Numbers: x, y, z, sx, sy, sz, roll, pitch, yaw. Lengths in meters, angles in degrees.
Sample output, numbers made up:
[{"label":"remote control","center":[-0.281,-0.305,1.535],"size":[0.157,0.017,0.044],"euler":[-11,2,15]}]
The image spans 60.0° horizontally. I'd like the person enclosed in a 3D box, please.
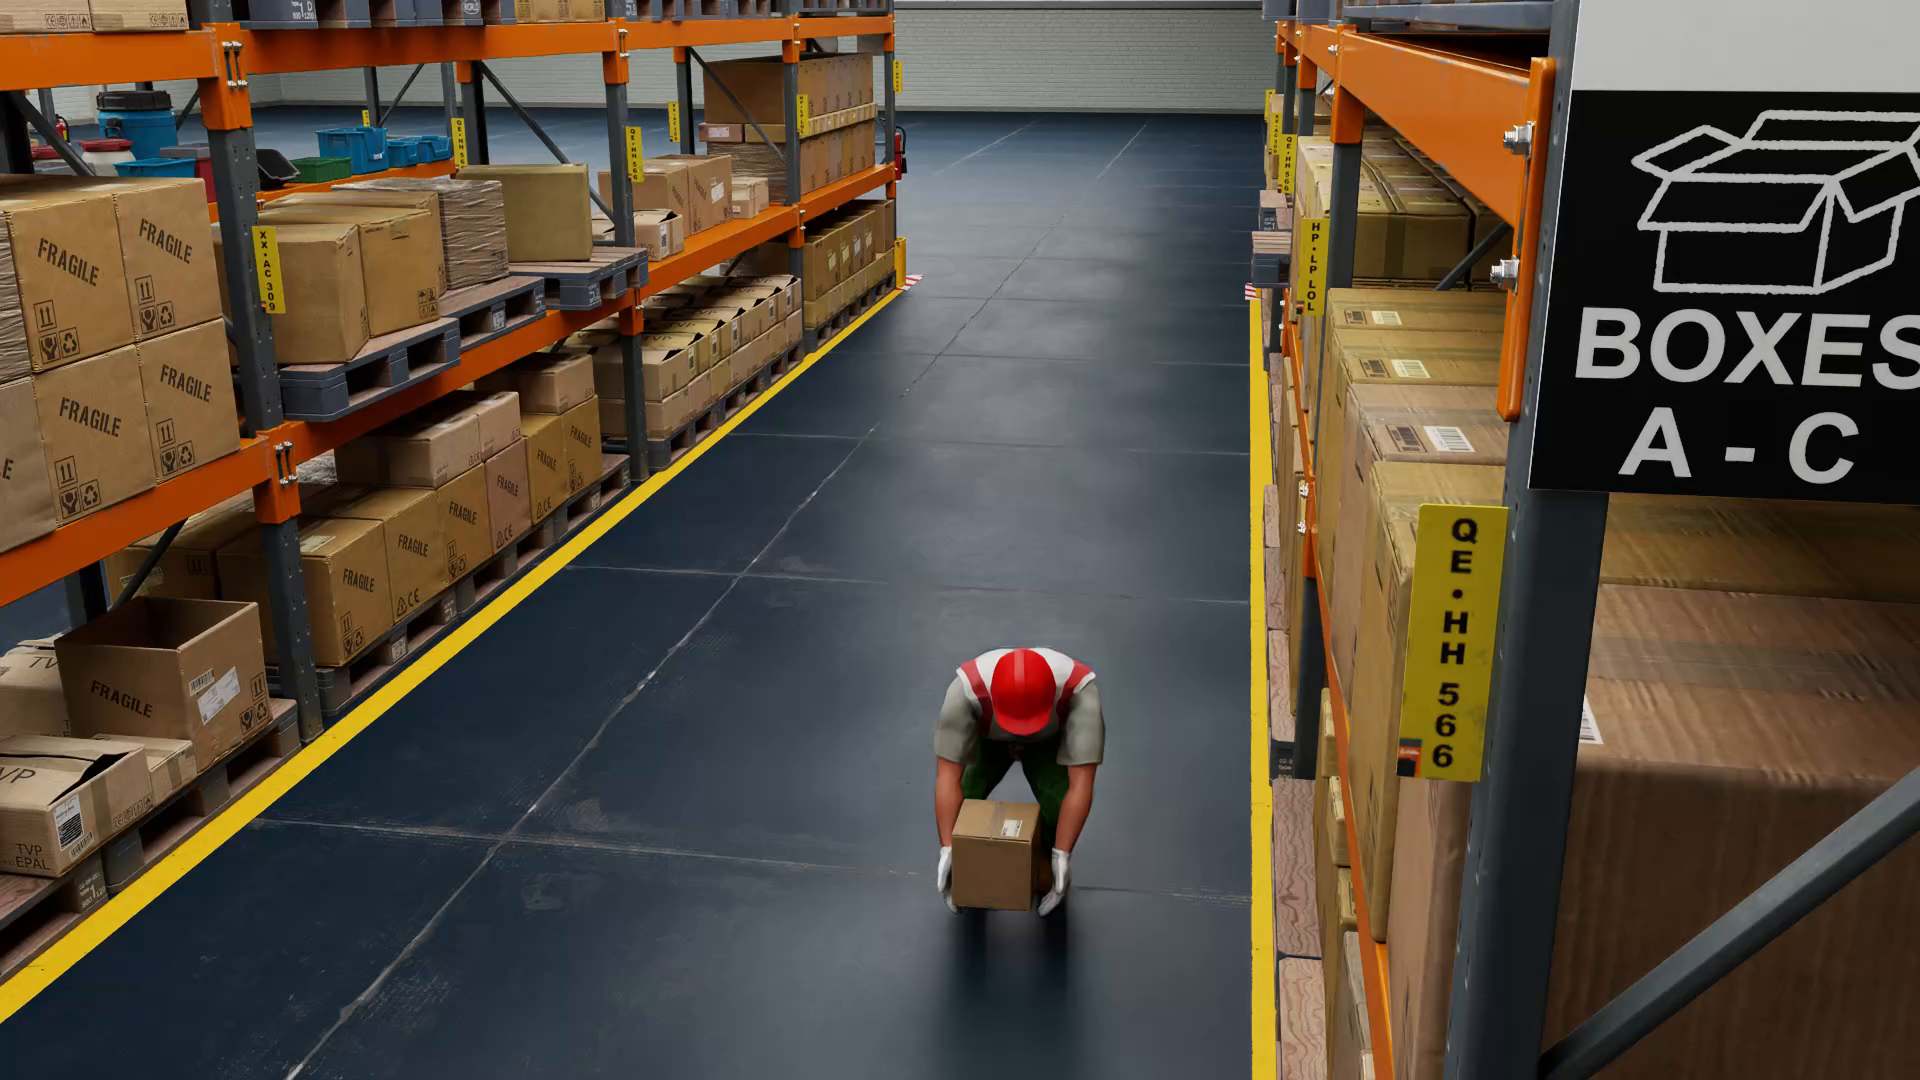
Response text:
[{"label":"person","center":[0.201,0.727,5.532],"size":[0.573,1.006,0.884],"euler":[3,18,9]}]
